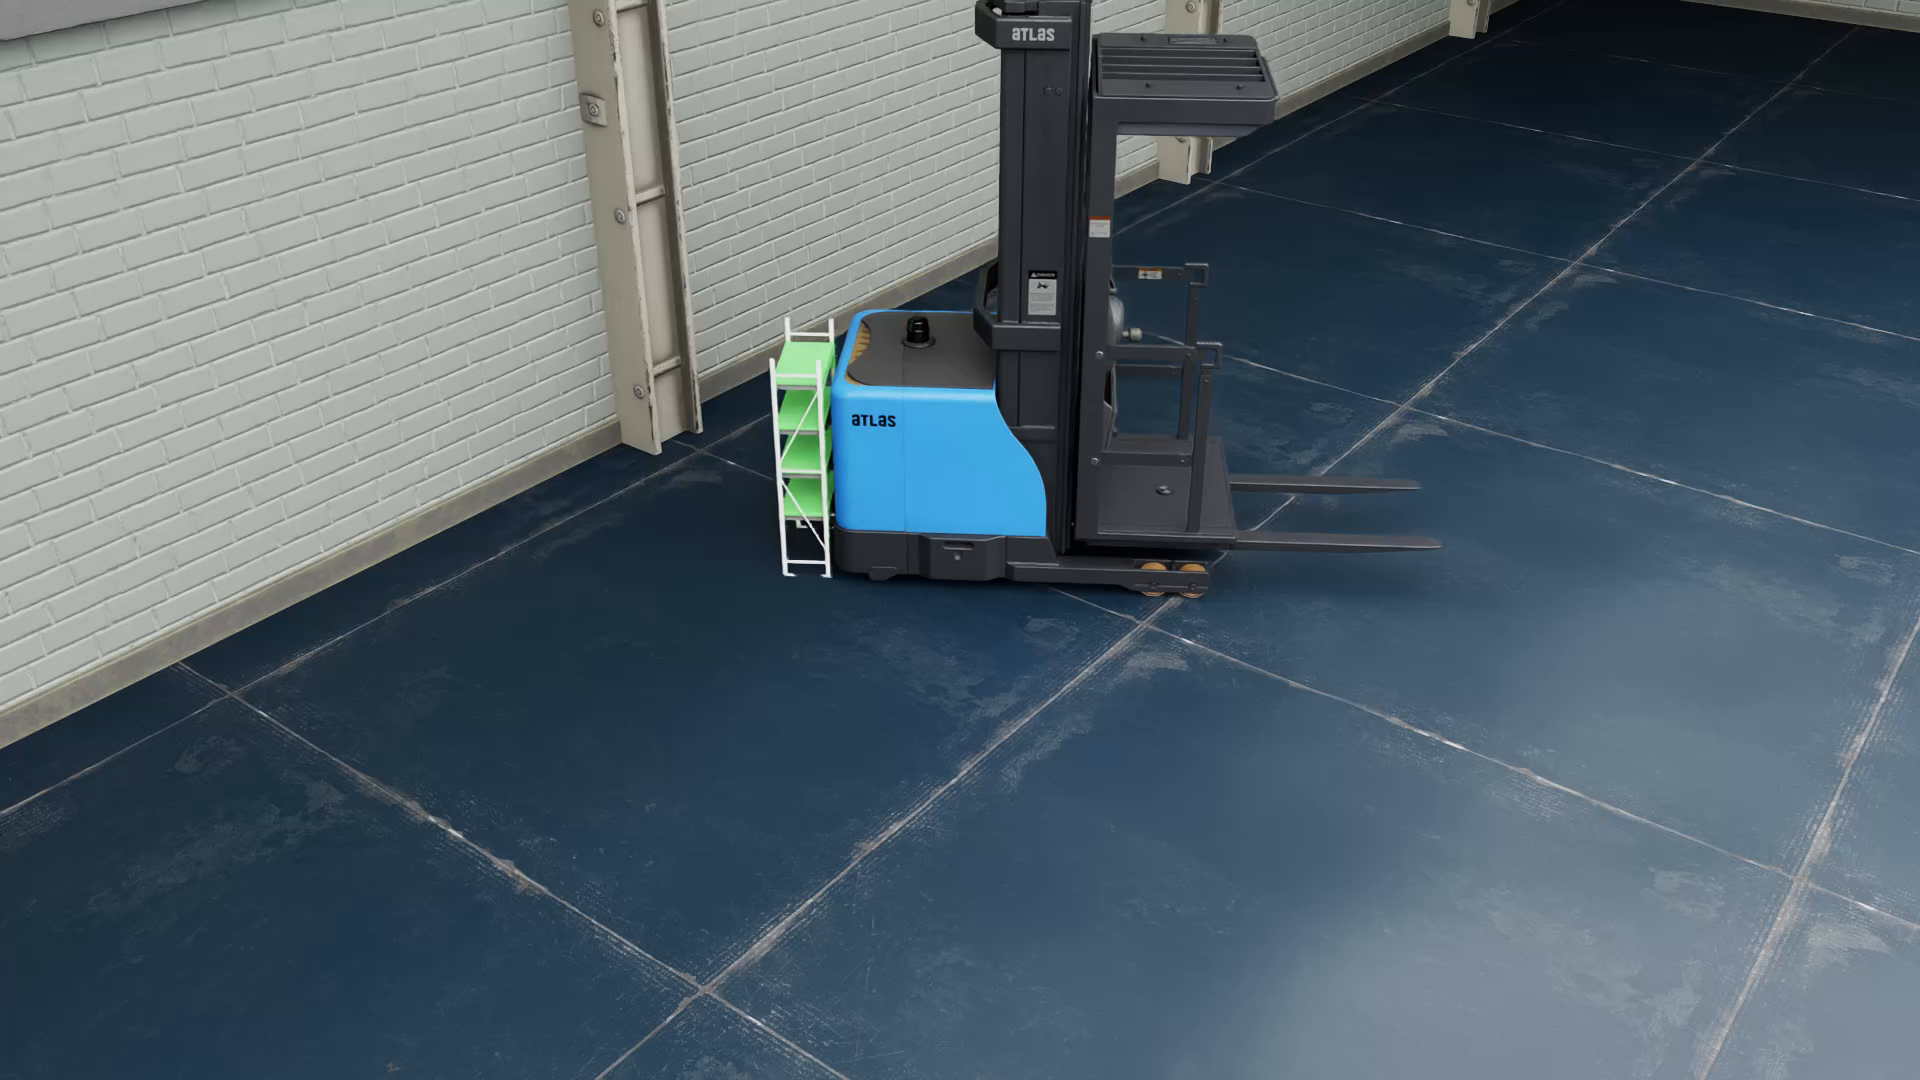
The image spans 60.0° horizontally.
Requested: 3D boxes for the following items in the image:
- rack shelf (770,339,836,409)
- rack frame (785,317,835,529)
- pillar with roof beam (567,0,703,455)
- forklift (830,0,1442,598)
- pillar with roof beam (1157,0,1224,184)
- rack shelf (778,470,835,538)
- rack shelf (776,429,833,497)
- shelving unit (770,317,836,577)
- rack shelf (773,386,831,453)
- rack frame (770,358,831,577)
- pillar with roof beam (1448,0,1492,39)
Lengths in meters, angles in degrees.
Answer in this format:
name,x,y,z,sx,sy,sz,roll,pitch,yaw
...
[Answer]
name,x,y,z,sx,sy,sz,roll,pitch,yaw
rack shelf,-0.763,-0.816,8.134,0.258,0.148,0.480,2,31,3
rack frame,-0.749,-0.582,8.556,0.240,1.200,0.015,2,31,3
pillar with roof beam,1.675,-3.161,5.258,9.100,9.000,0.400,21,37,31
forklift,0.906,-1.255,7.993,3.031,2.935,1.130,2,31,3
pillar with roof beam,5.297,-5.600,9.373,9.100,9.000,0.400,21,37,31
rack shelf,-0.763,-0.197,8.501,0.258,0.148,0.480,2,31,3
rack shelf,-0.763,-0.403,8.379,0.258,0.148,0.480,2,31,3
shelving unit,-0.763,-0.458,8.346,0.258,1.200,0.503,2,31,3
rack shelf,-0.763,-0.610,8.257,0.258,0.148,0.480,2,31,3
rack frame,-0.777,-0.334,8.137,0.240,1.200,0.015,2,31,3
pillar with roof beam,8.919,-8.039,13.488,9.100,9.000,0.400,21,37,31
